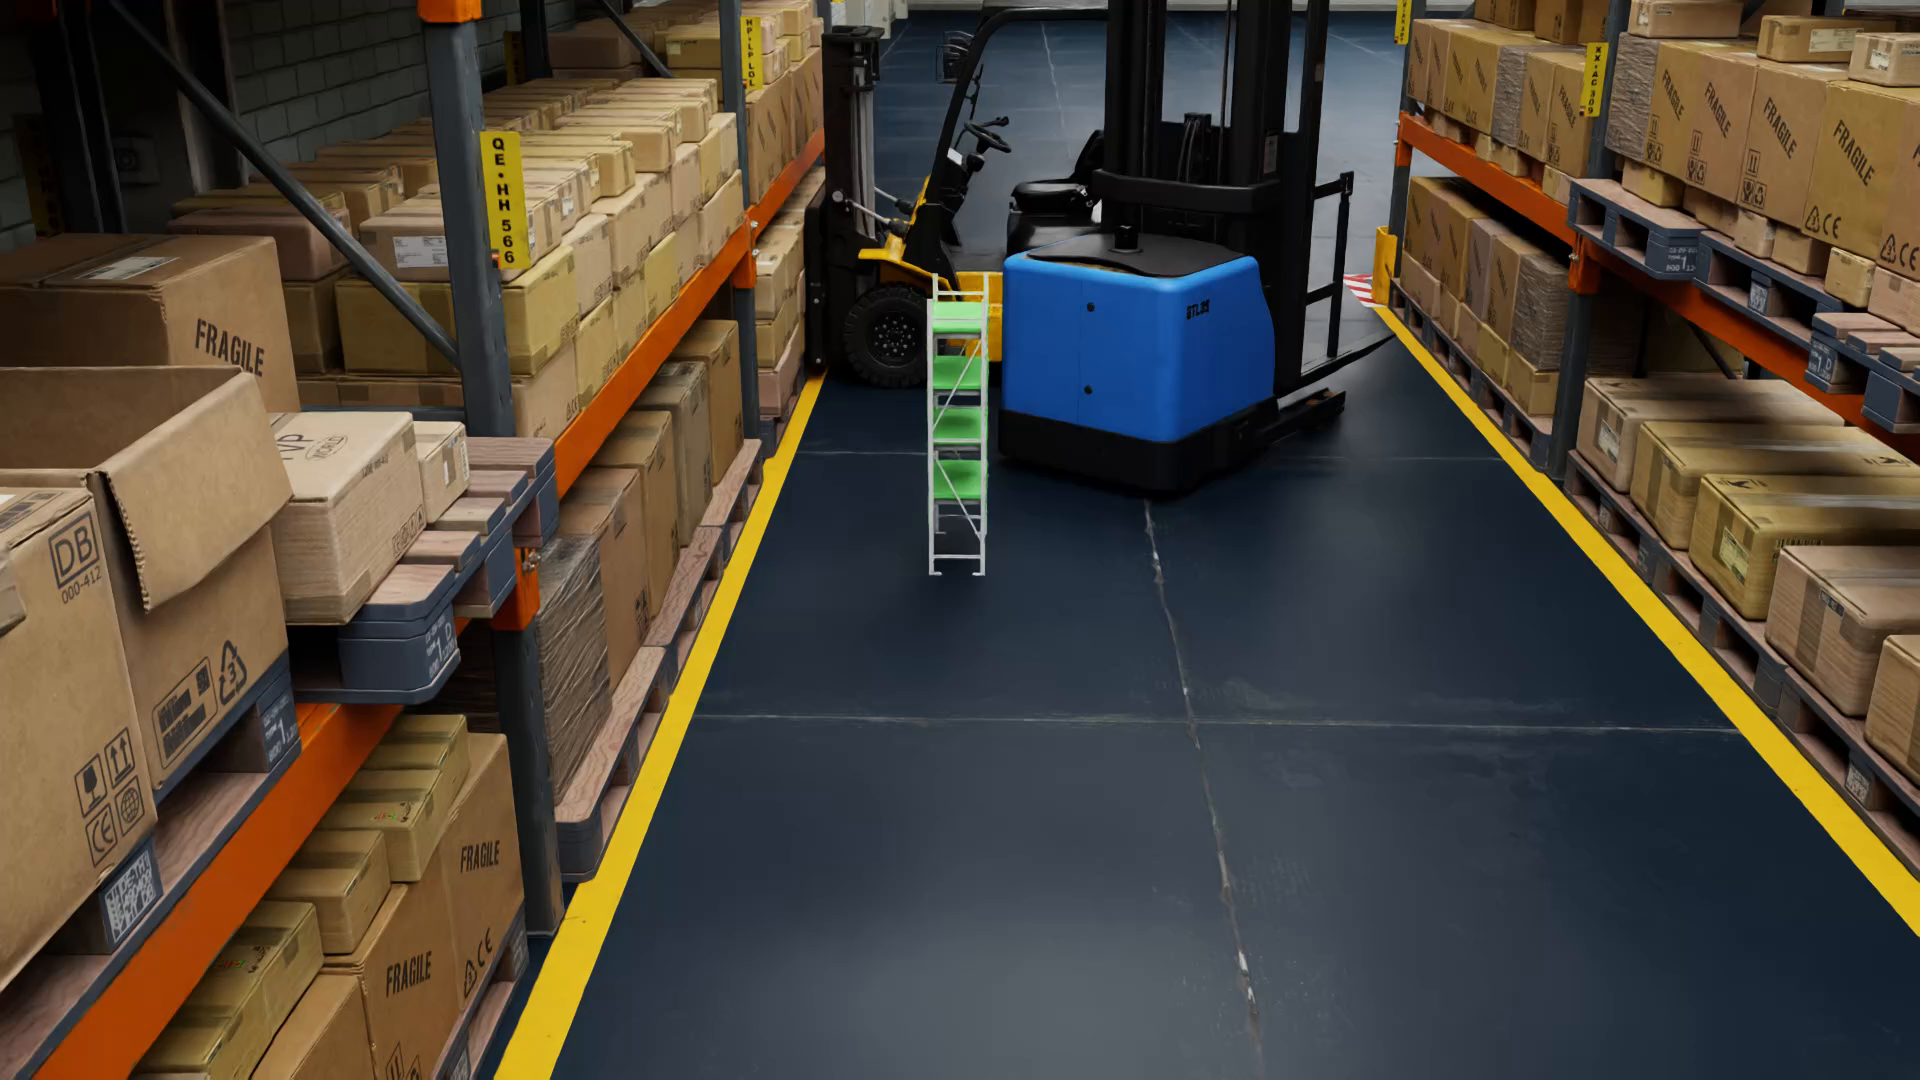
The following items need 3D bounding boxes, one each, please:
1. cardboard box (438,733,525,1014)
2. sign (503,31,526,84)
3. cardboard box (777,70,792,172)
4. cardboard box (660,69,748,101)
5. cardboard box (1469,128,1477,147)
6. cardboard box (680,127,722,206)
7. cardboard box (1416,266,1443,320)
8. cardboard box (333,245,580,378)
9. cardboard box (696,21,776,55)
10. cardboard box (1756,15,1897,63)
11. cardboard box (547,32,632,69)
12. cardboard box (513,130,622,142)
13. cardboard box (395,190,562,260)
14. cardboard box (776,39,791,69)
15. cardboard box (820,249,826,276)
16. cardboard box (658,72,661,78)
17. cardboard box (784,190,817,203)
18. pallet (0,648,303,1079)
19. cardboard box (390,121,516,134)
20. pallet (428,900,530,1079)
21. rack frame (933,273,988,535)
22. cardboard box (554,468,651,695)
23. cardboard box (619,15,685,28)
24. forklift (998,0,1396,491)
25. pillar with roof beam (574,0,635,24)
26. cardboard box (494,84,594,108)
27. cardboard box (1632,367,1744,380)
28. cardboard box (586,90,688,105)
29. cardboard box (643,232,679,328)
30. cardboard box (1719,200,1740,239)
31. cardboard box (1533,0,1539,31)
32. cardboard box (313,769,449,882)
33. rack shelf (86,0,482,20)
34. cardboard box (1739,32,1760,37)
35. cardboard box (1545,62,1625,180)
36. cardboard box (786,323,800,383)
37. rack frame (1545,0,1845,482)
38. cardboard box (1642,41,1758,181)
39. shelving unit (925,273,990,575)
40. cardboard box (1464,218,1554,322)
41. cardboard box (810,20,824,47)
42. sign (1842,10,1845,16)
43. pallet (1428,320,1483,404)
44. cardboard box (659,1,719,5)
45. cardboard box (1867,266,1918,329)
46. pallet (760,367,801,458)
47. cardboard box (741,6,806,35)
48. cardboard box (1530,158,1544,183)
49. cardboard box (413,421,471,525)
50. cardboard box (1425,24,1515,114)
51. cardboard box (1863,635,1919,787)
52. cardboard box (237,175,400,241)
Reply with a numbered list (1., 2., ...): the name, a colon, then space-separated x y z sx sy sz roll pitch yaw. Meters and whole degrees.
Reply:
1. cardboard box: -1.431 0.815 4.157 0.500 0.500 0.500 1 21 3
2. sign: -2.066 -2.202 7.751 0.100 0.325 0.005 1 21 2
3. cardboard box: -1.223 -2.332 9.254 0.500 0.500 0.500 0 21 1
4. cardboard box: -1.238 -2.217 8.062 0.380 0.149 0.250 0 21 1
5. cardboard box: 3.296 -2.443 10.027 0.380 0.149 0.250 1 21 3
6. cardboard box: -1.279 -1.553 6.900 0.500 0.250 0.500 0 21 0
7. cardboard box: 3.248 -1.590 10.700 0.500 0.250 0.500 1 21 4
8. cardboard box: -1.350 -0.630 4.523 0.500 0.250 0.500 1 21 2
9. cardboard box: -1.178 -2.636 8.728 0.380 0.149 0.250 1 21 3
10. cardboard box: 3.152 -1.826 6.062 0.380 0.149 0.250 2 21 5
11. cardboard box: -1.803 -2.362 8.025 0.380 0.149 0.250 1 21 2
12. cardboard box: -1.389 -1.333 5.782 0.380 0.149 0.250 1 21 2
13. cardboard box: -1.322 -0.867 4.582 0.380 0.149 0.250 1 21 3
14. cardboard box: -1.172 -2.776 9.502 0.380 0.149 0.250 0 21 1
15. cardboard box: -1.112 -1.802 10.555 0.500 0.250 0.500 0 21 0
16. cardboard box: -1.799 -2.505 8.802 0.380 0.149 0.250 1 21 2
17. cardboard box: -1.107 -2.045 10.491 0.500 0.250 0.500 1 21 2
18. pallet: -1.687 0.483 2.403 1.003 0.211 1.213 1 21 2
19. cardboard box: -1.829 -1.430 6.032 0.380 0.149 0.250 1 21 2
20. pallet: -1.693 1.260 3.990 1.003 0.211 1.213 1 21 2
21. rack frame: 0.002 -0.588 7.385 0.240 1.200 0.015 1 21 2
22. cardboard box: -1.588 0.140 5.724 0.875 0.625 0.625 1 21 3
23. cardboard box: -1.732 -2.825 9.217 0.380 0.149 0.250 0 21 1
24. forklift: 1.488 -2.069 8.810 1.130 2.935 3.031 15 26 35
25. pillar with roof beam: 1.992 -5.710 9.805 9.100 9.000 0.400 1 21 2
26. cardboard box: -1.797 -1.884 7.203 0.380 0.149 0.250 0 21 0
27. cardboard box: 3.738 -0.827 8.734 0.500 0.250 0.500 0 21 -1
28. cardboard box: -1.349 -1.798 6.980 0.380 0.149 0.250 1 21 2
29. cardboard box: -1.329 -0.953 6.046 0.500 0.250 0.500 1 21 3
30. cardboard box: 3.110 -1.210 6.266 0.380 0.149 0.250 1 21 2
31. cardboard box: 3.839 -3.245 9.813 0.700 0.500 0.500 0 21 1
32. cardboard box: -1.372 0.638 3.717 0.380 0.149 0.250 0 21 -1
33. rack shelf: -1.572 -2.096 5.632 1.077 0.370 4.000 1 21 2
34. cardboard box: 3.666 -1.914 7.186 0.500 0.500 0.500 0 21 1
35. cardboard box: 3.215 -2.051 8.120 0.500 0.500 0.500 0 21 0
36. cardboard box: -1.165 -1.025 9.244 0.500 0.250 0.500 0 21 0
37. rack frame: 3.450 -1.703 7.771 1.000 3.000 0.127 1 21 2
38. cardboard box: 3.135 -1.736 6.727 0.500 0.500 0.500 1 21 2
39. shelving unit: -0.005 -0.500 7.158 0.258 1.200 0.503 1 21 2
40. cardboard box: 3.228 -1.552 9.565 0.500 0.500 0.500 2 21 4
41. cardboard box: -1.098 -3.330 10.930 0.380 0.149 0.250 1 21 2
42. sign: 4.005 -2.238 7.549 0.100 0.325 0.005 1 21 2
43. pallet: 3.470 -1.088 10.042 1.003 0.211 1.213 1 21 2
44. cardboard box: -1.671 -3.292 10.420 0.380 0.149 0.250 1 21 2
45. cardboard box: 3.018 -0.736 5.047 0.380 0.149 0.250 0 21 -1
46. pallet: -1.445 -0.743 9.152 1.003 0.211 1.213 1 21 2
47. cardboard box: -1.128 -3.096 9.914 0.380 0.149 0.250 1 21 3
48. cardboard box: 3.264 -1.979 8.829 0.380 0.149 0.250 0 21 1
49. cardboard box: -1.269 -0.147 3.527 0.380 0.149 0.250 1 21 3
50. cardboard box: 3.268 -2.979 10.510 0.500 0.500 0.500 1 21 3
51. cardboard box: 3.356 0.569 4.969 0.950 0.372 0.625 -1 21 -2
52. cardboard box: -1.860 -0.967 4.840 0.380 0.149 0.250 1 21 2
